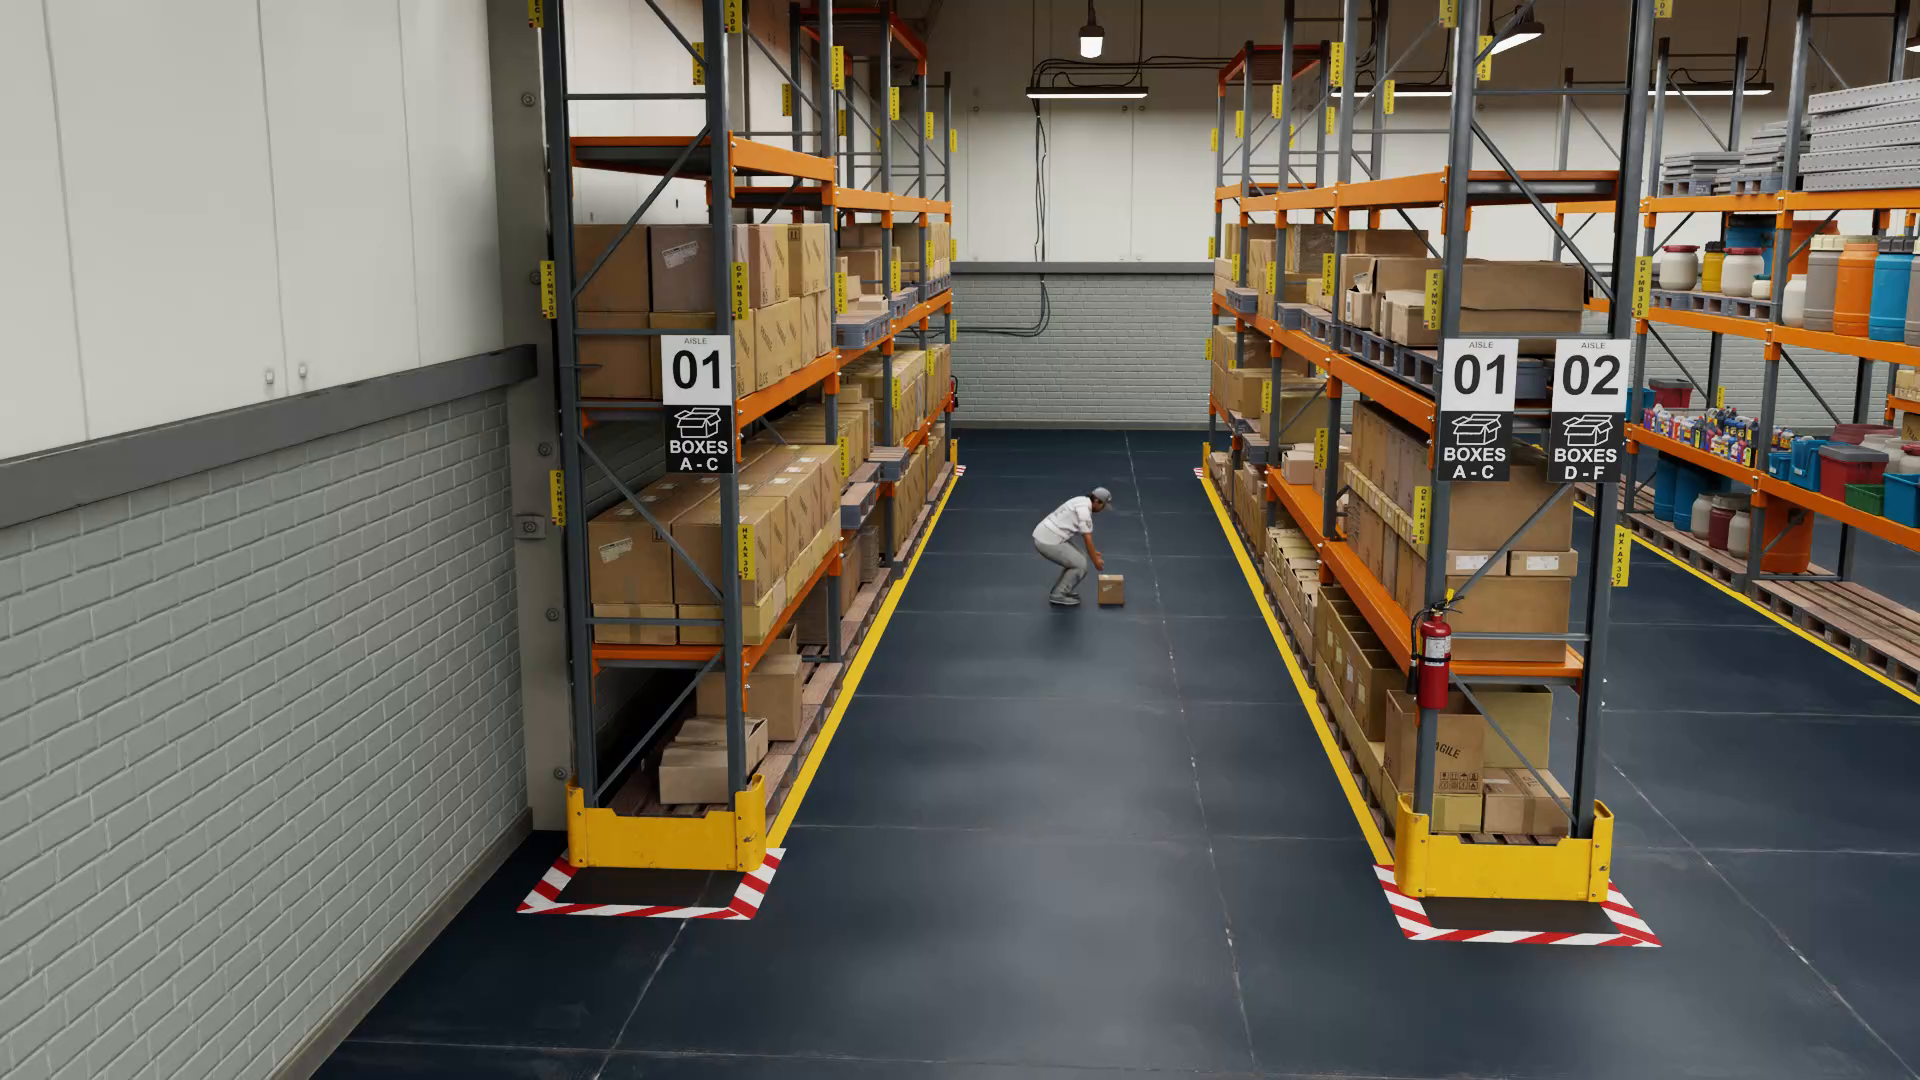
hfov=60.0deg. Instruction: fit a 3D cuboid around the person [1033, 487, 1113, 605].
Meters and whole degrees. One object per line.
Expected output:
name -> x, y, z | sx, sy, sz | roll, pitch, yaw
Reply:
person -> 1.149, 0.045, 17.001 | 0.815, 1.178, 0.541 | 1, 11, 4
